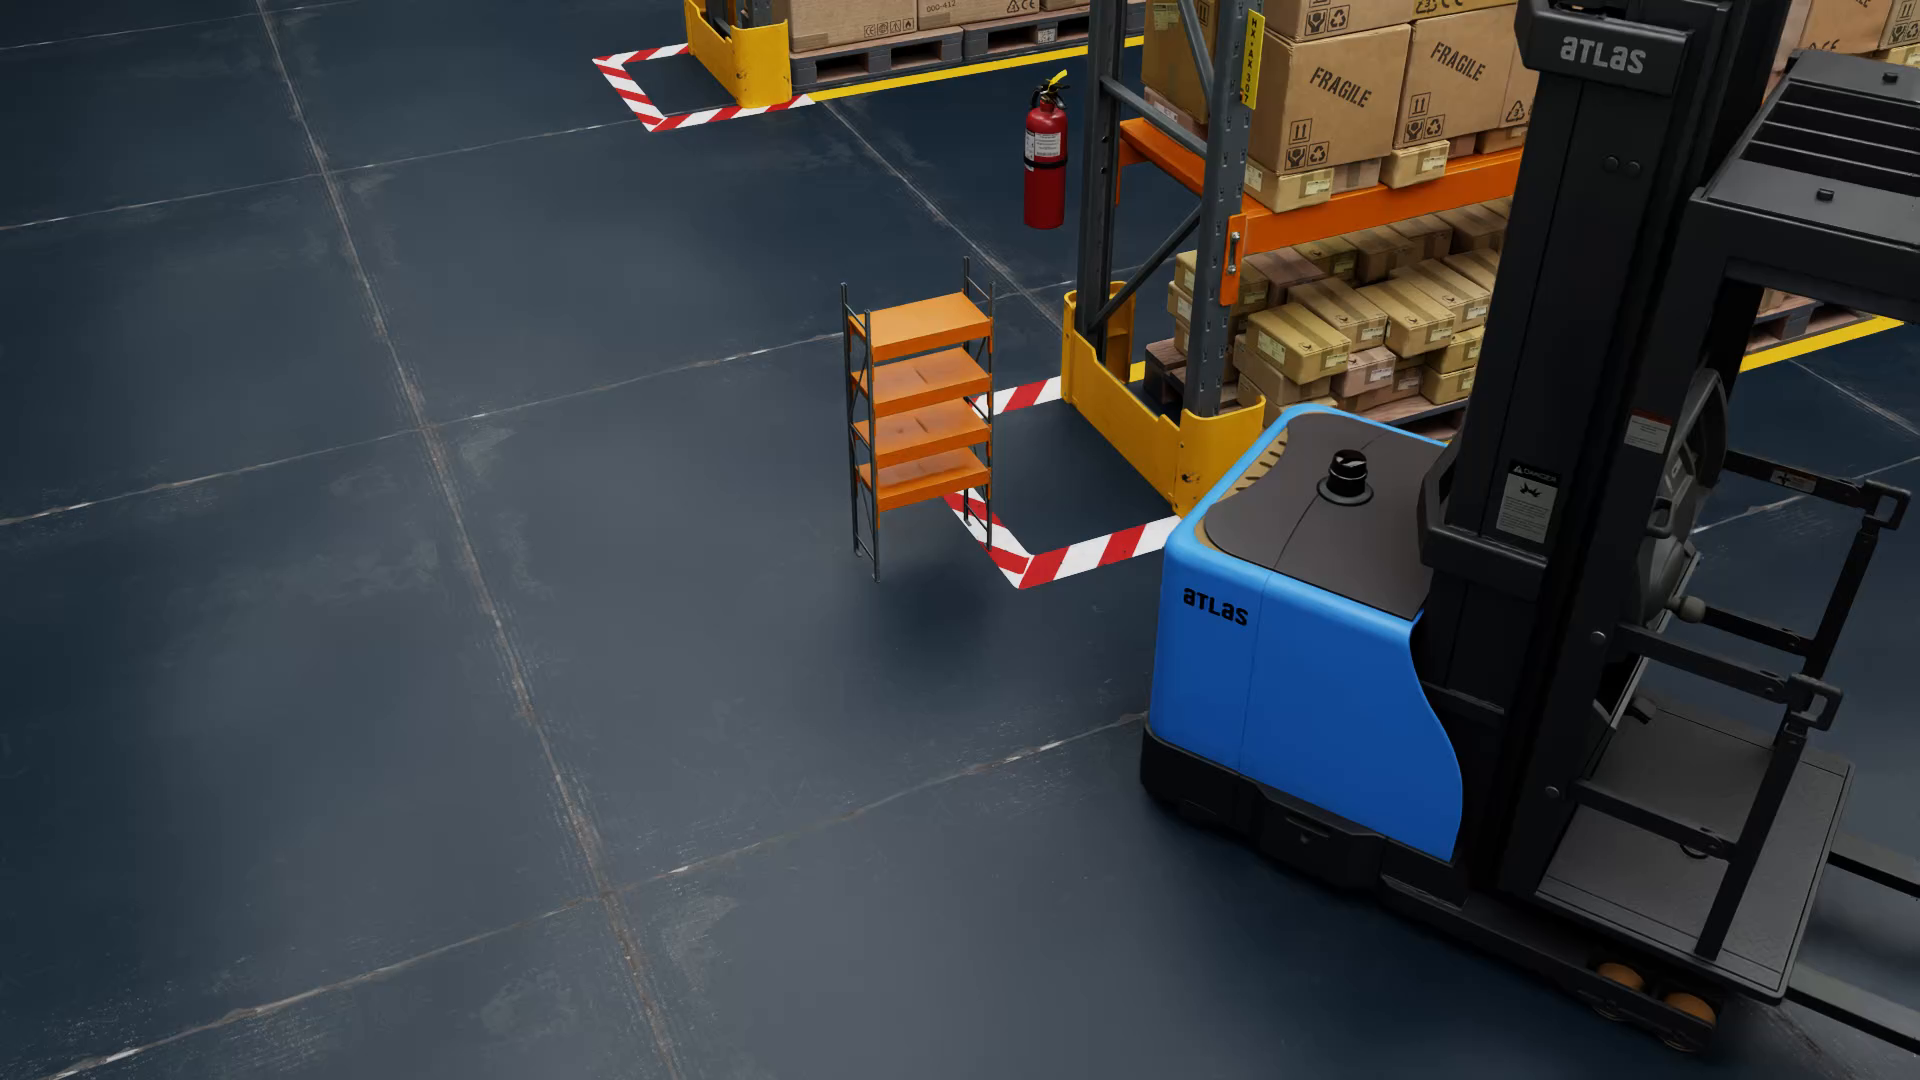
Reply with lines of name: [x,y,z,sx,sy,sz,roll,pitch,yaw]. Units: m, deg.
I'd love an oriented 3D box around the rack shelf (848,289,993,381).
rack shelf: [-0.150,-0.756,6.102,0.480,0.148,0.258,-16,39,-20]

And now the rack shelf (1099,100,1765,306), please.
rack shelf: [2.586,-1.820,7.290,4.000,0.370,1.077,-16,39,-20]

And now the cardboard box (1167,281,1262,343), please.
cardboard box: [1.132,-1.034,7.416,0.250,0.149,0.380,-17,40,-21]

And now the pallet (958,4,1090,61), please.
pallet: [0.374,-3.678,11.532,1.213,0.211,1.003,-16,39,-20]

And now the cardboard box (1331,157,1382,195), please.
cardboard box: [1.421,-1.494,6.457,0.250,0.149,0.380,-14,39,-18]

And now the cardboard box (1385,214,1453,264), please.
cardboard box: [2.060,-1.432,7.704,0.250,0.149,0.380,-14,39,-18]

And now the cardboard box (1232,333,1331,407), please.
cardboard box: [1.359,-0.740,7.021,0.250,0.149,0.380,-14,39,-18]

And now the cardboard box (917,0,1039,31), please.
cardboard box: [-0.040,-3.844,11.212,0.875,0.438,0.875,-15,39,-19]

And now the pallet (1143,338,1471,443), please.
pallet: [1.594,-0.689,7.501,1.213,0.211,1.003,-16,39,-20]

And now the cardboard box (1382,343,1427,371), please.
cardboard box: [1.814,-0.889,7.221,0.250,0.149,0.380,-15,39,-19]

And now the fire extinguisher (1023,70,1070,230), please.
fire extinguisher: [0.351,-1.607,6.777,0.183,0.674,0.296,-16,39,-20]

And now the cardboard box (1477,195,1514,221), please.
cardboard box: [2.571,-1.521,7.824,0.250,0.149,0.380,-15,39,-20]

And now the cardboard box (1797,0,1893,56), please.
cardboard box: [3.608,-2.369,7.093,0.500,0.500,0.500,-17,40,-21]

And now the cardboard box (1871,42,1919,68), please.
cardboard box: [4.050,-2.192,7.398,0.250,0.149,0.380,-17,40,-21]

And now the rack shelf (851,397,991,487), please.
rack shelf: [-0.150,-0.386,6.376,0.480,0.148,0.258,-16,39,-20]

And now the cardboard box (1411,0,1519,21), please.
cardboard box: [1.748,-2.266,6.114,0.500,0.500,0.500,-14,39,-19]

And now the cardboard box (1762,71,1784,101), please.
cardboard box: [3.306,-2.020,7.166,0.250,0.149,0.380,-17,40,-22]

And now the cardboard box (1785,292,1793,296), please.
cardboard box: [3.915,-1.335,8.073,0.250,0.149,0.380,-15,39,-19]

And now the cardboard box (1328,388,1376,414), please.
cardboard box: [1.588,-0.697,7.212,0.250,0.149,0.380,-16,39,-20]

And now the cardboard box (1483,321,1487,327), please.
cardboard box: [2.293,-1.014,7.390,0.250,0.149,0.380,-18,40,-22]

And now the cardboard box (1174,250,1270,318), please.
cardboard box: [1.147,-1.136,7.305,0.250,0.149,0.380,-15,39,-19]

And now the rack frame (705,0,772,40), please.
rack frame: [-1.420,-4.247,9.958,0.127,3.000,1.000,-16,39,-20]

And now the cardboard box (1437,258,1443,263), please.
cardboard box: [2.065,-1.304,7.781,0.250,0.149,0.380,-15,39,-19]

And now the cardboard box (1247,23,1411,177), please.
cardboard box: [1.299,-1.727,6.227,0.500,0.500,0.500,-14,39,-18]

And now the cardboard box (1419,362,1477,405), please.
cardboard box: [2.087,-0.769,7.310,0.250,0.149,0.380,-15,39,-19]

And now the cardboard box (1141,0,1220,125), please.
cardboard box: [1.073,-2.015,6.615,0.500,0.500,0.500,-15,39,-19]

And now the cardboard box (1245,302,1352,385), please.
cardboard box: [1.394,-0.815,6.872,0.250,0.149,0.380,-17,40,-22]

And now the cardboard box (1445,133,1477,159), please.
cardboard box: [1.863,-1.673,6.698,0.250,0.149,0.380,-14,39,-18]

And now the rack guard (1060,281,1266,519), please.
rack guard: [0.844,-0.618,7.164,0.348,0.500,1.175,-16,39,-20]

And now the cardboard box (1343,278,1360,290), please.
cardboard box: [1.601,-1.166,7.595,0.250,0.149,0.380,-17,40,-22]

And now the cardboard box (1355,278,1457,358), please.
cardboard box: [1.875,-0.944,7.046,0.250,0.149,0.380,-16,39,-20]

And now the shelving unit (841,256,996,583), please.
shelving unit: [-0.150,-0.440,6.336,0.503,1.200,0.258,-16,39,-20]

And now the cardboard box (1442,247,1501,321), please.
cardboard box: [2.319,-1.117,7.279,0.250,0.149,0.380,-14,39,-18]

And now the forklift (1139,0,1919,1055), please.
forklift: [2.113,-0.076,4.392,3.031,2.935,1.130,21,42,26]

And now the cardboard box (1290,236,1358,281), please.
cardboard box: [1.579,-1.303,7.530,0.250,0.149,0.380,-16,40,-21]

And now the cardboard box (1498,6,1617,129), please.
cardboard box: [2.221,-1.994,6.586,0.500,0.500,0.500,-15,39,-19]

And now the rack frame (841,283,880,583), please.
rack frame: [-0.371,-0.378,6.253,0.015,1.200,0.240,-16,39,-20]
